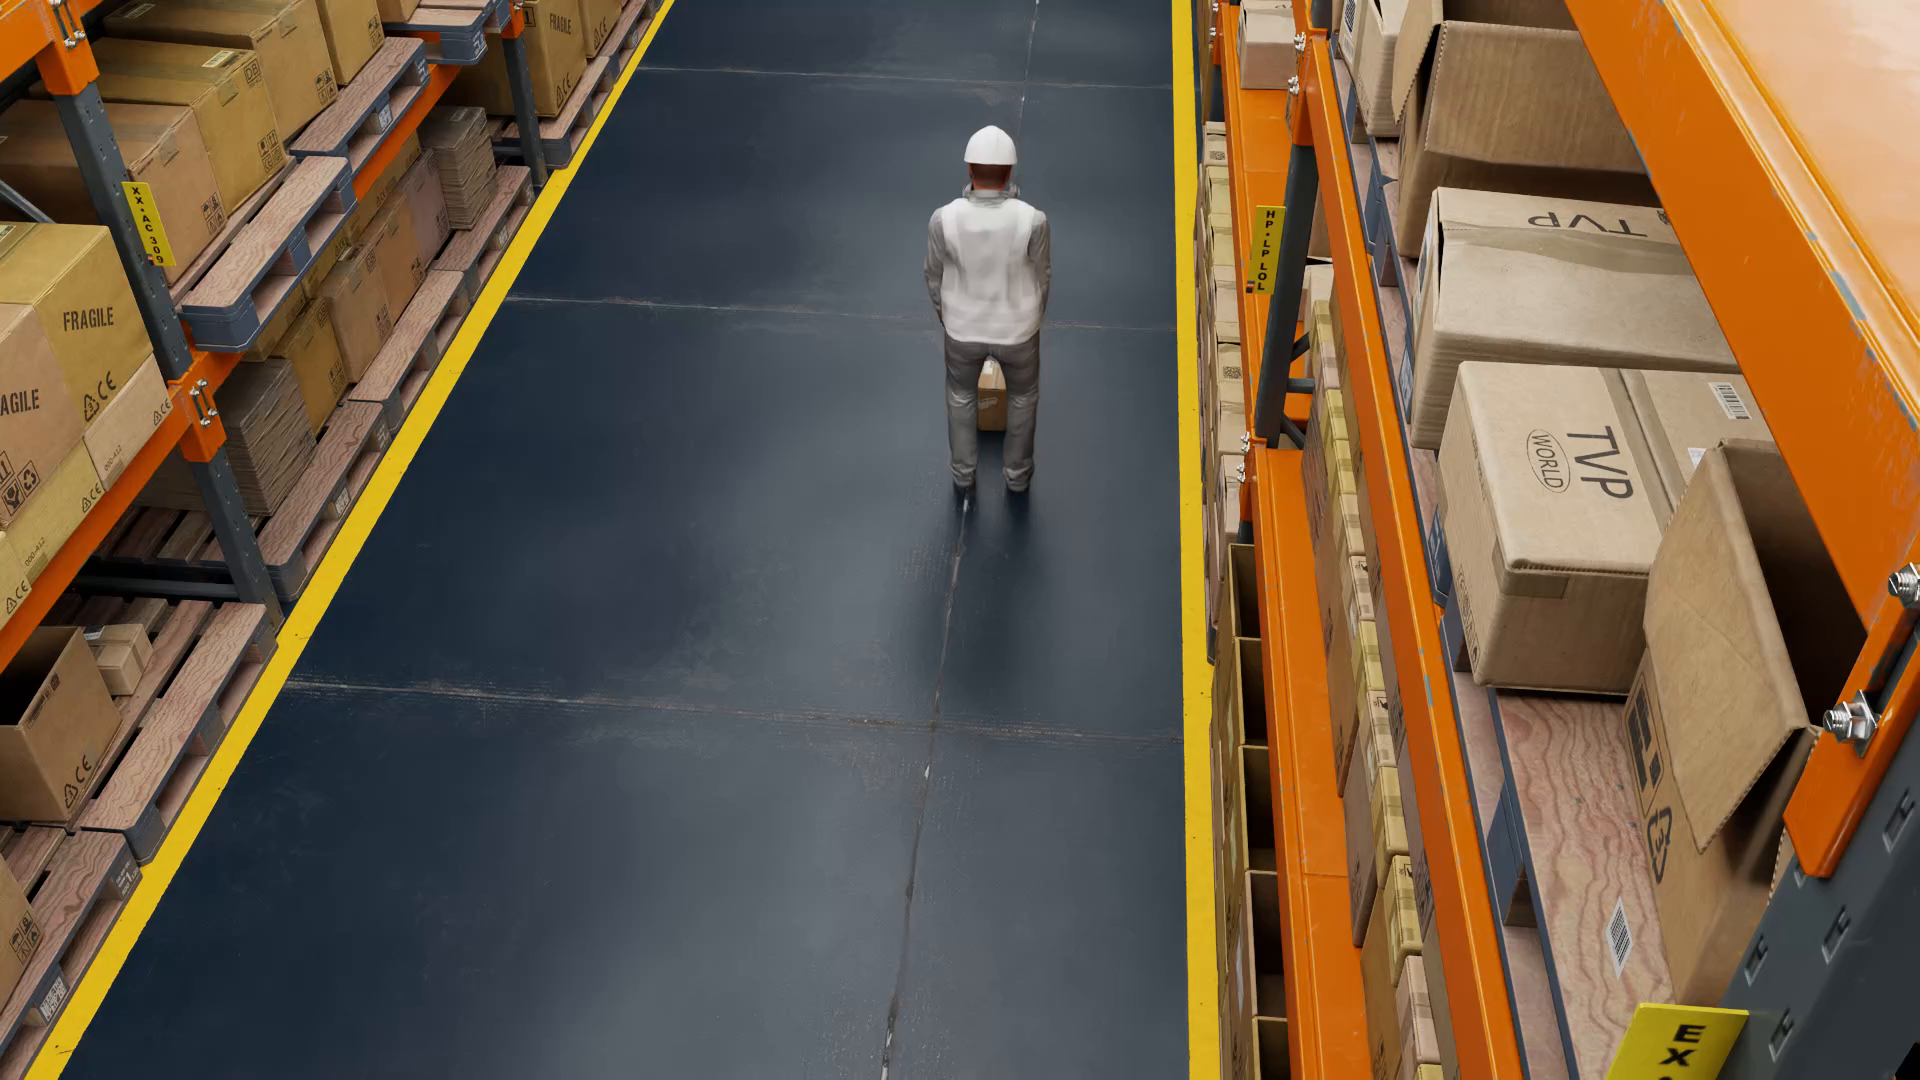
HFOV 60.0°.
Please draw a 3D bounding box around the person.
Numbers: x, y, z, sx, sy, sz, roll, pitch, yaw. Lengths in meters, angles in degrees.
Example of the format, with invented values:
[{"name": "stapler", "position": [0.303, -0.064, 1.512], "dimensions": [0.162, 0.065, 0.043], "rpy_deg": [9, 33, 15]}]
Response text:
[{"name": "person", "position": [0.120, -0.979, 7.347], "dimensions": [0.552, 1.736, 0.442], "rpy_deg": [4, 40, 5]}]
